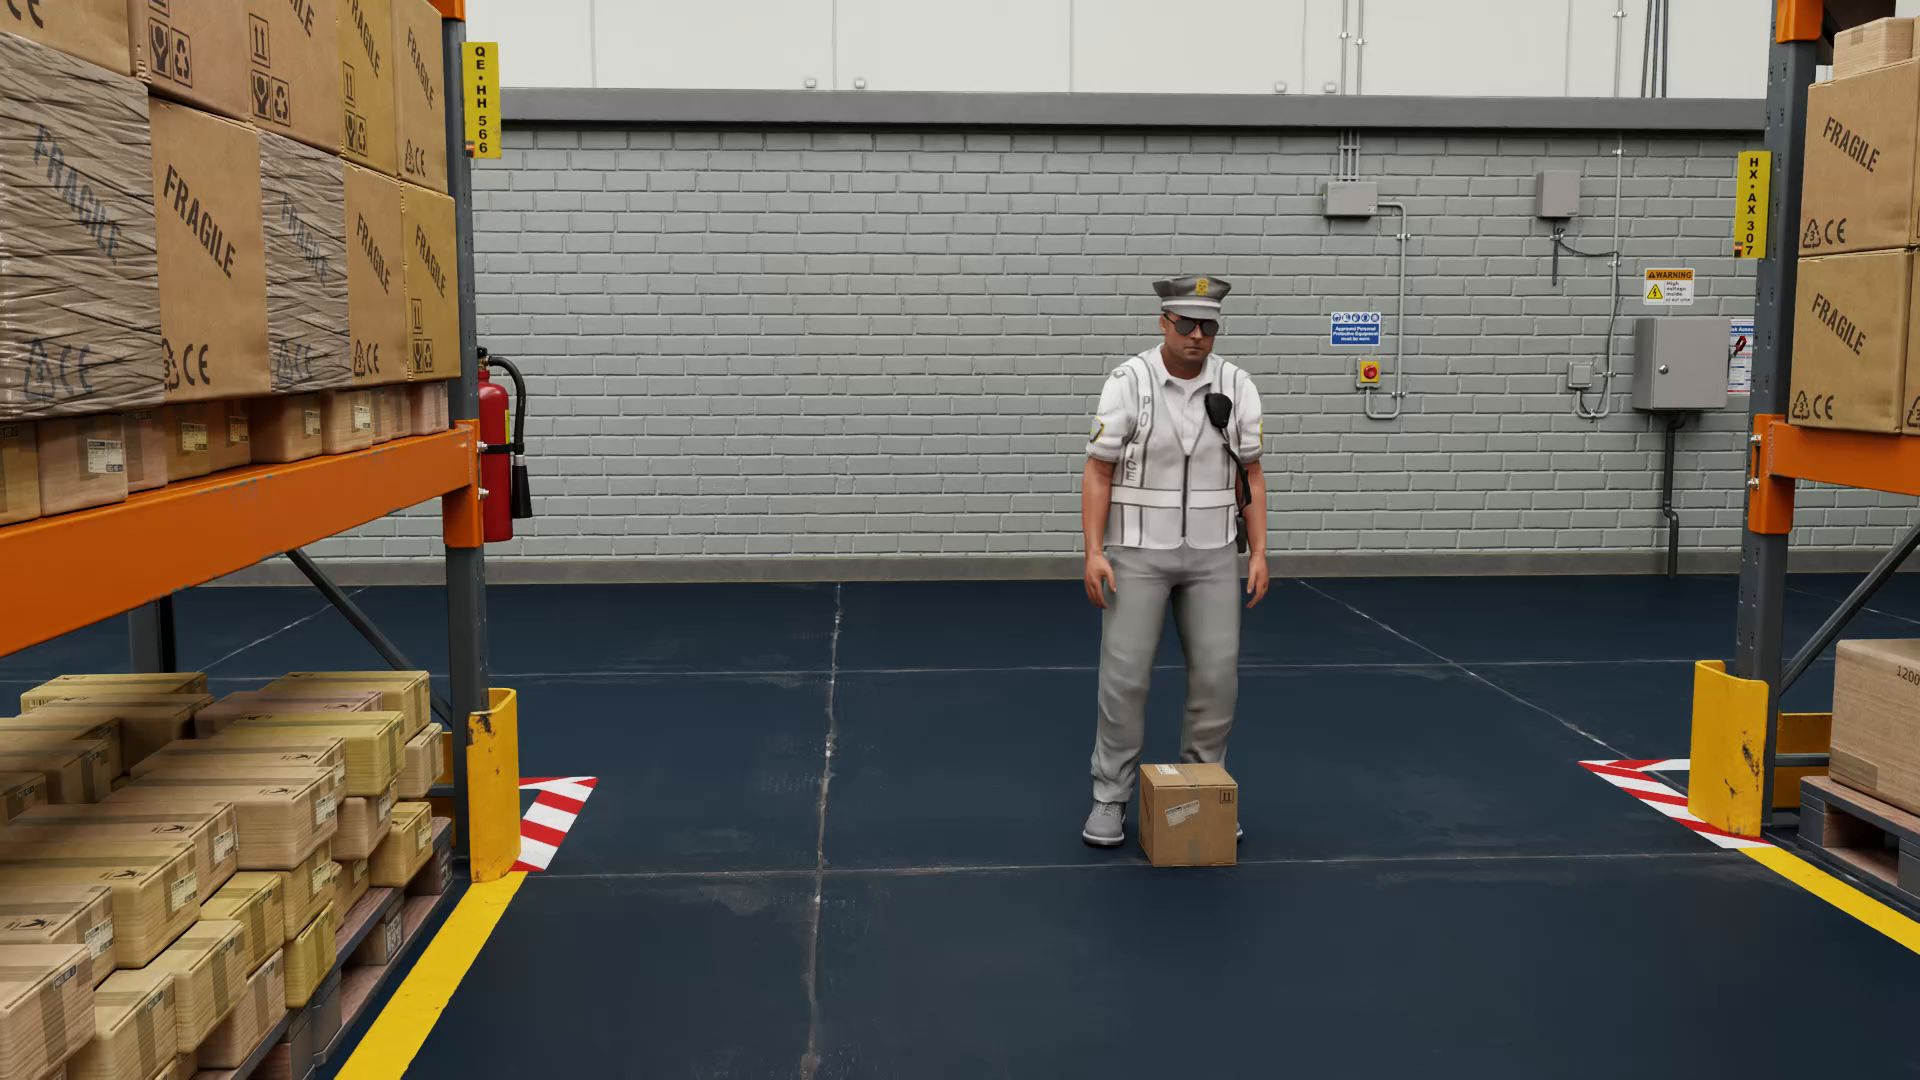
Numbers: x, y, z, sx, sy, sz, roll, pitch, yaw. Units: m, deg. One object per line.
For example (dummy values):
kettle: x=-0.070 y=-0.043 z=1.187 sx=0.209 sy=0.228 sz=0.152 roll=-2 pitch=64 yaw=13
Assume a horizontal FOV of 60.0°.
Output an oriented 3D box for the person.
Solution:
person: x=0.671 y=0.056 z=5.238 sx=0.599 sy=1.749 sz=0.430 roll=-1 pitch=7 yaw=-6
